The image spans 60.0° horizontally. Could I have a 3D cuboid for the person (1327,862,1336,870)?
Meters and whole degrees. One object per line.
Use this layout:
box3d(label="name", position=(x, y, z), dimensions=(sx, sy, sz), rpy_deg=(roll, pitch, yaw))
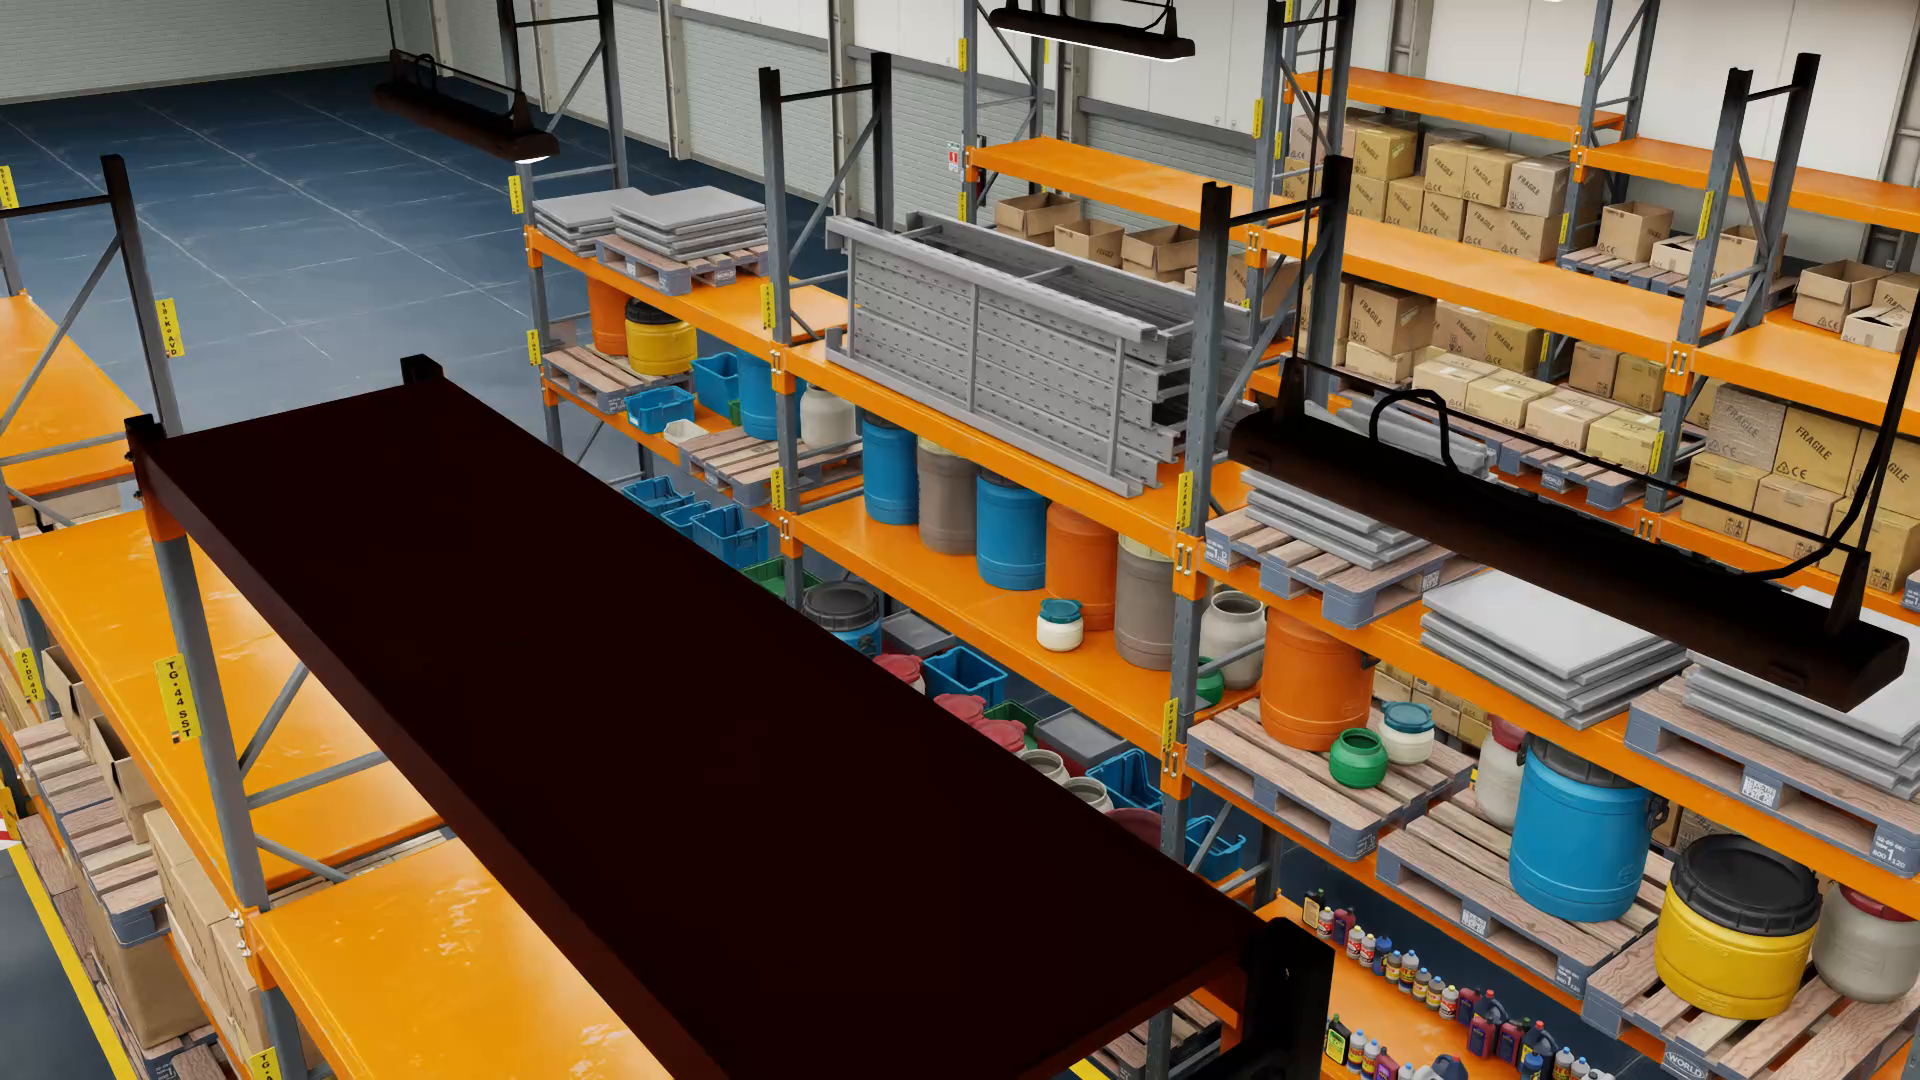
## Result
box3d(label="person", position=(2.881, 1.805, 12.443), dimensions=(0.561, 1.564, 0.740), rpy_deg=(-12, 29, -24))
